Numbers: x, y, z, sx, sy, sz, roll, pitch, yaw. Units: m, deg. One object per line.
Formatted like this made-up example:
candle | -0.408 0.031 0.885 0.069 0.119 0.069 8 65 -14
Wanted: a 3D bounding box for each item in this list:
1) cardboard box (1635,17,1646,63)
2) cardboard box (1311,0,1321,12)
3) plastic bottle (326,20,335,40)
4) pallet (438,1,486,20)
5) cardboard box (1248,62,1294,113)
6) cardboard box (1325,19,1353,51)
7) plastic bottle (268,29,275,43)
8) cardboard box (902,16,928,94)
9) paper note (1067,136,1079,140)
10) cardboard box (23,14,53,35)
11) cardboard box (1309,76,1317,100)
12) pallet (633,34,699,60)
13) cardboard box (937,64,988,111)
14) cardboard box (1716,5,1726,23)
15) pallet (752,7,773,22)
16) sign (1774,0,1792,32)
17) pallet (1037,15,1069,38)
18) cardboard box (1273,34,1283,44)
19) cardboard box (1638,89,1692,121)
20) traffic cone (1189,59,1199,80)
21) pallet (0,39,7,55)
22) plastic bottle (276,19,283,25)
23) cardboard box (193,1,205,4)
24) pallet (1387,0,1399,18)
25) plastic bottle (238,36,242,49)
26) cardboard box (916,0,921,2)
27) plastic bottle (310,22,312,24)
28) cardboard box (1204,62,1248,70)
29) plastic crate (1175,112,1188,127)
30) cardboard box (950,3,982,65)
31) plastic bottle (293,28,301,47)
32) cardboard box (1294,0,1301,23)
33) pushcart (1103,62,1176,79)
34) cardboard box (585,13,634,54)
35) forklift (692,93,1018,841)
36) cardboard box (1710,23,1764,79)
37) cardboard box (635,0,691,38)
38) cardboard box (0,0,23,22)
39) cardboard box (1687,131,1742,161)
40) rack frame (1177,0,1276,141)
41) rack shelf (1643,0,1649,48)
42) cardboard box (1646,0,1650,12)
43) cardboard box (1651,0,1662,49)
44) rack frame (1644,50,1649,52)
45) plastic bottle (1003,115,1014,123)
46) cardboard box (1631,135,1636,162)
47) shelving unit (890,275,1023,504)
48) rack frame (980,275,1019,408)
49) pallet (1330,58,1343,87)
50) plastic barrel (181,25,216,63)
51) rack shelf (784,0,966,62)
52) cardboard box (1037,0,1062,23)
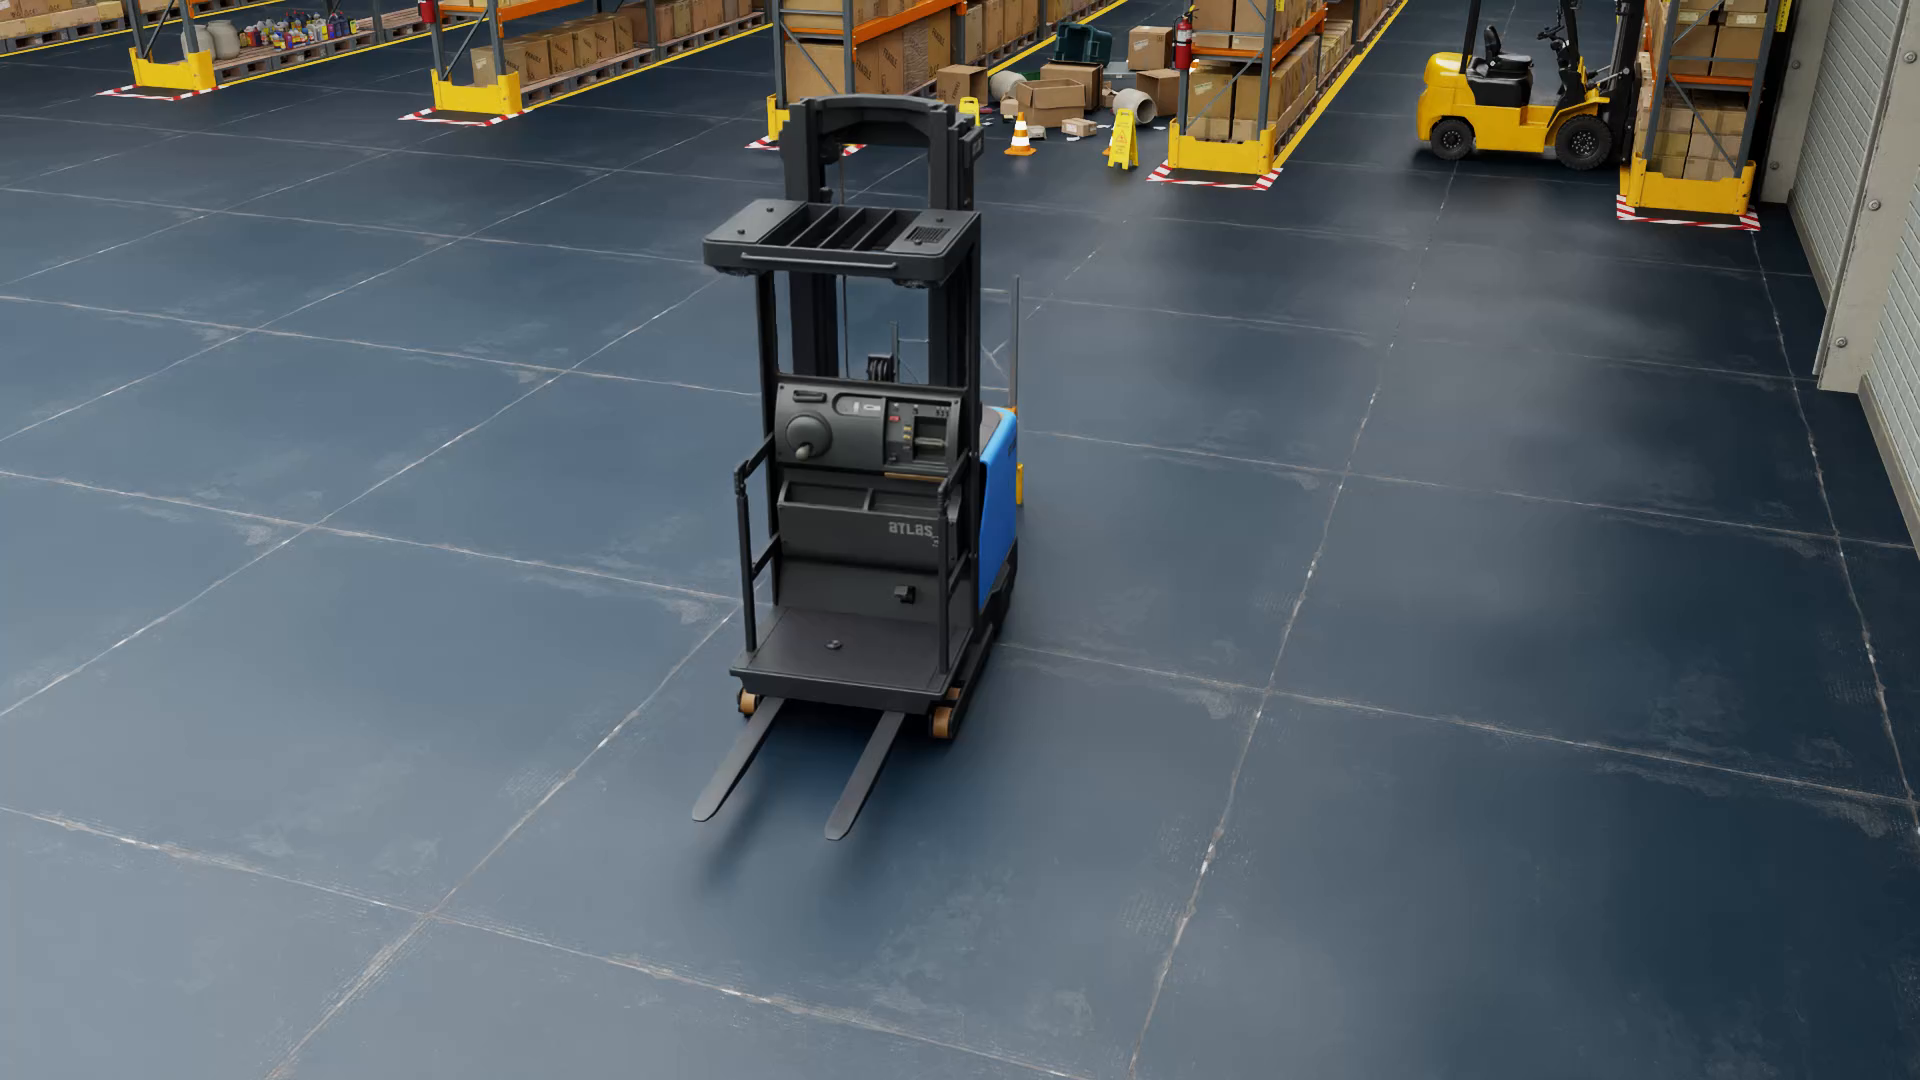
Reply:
cardboard box | 10.076 -7.018 23.546 0.875 0.625 0.625 10 27 19
cardboard box | 4.387 -6.834 21.211 0.380 0.149 0.250 9 27 19
plastic bottle | -9.754 -7.899 25.735 0.061 0.283 0.133 11 28 21
pallet | -8.696 -9.458 29.542 1.003 0.211 1.213 9 27 17
cardboard box | 3.659 -5.389 19.750 0.500 0.500 0.500 8 27 16
cardboard box | 5.417 -7.646 25.134 0.950 0.372 0.625 7 27 14
plastic bottle | -10.530 -7.721 25.461 0.097 0.201 0.097 0 26 0
cardboard box | -0.990 -6.517 22.223 0.875 0.875 0.875 9 27 18
paper note | 1.390 -4.924 20.384 0.148 0.019 0.142 0 26 -1
cardboard box | -14.844 -8.214 26.446 0.500 0.250 0.500 9 27 17
cardboard box | 4.340 -5.896 21.659 0.500 0.250 0.500 10 28 20
pallet | -4.804 -7.729 25.971 1.003 0.211 1.213 9 27 17
cardboard box | 0.033 -5.992 22.050 0.500 0.500 0.500 14 29 26
cardboard box | 8.014 -5.414 17.131 0.380 0.149 0.250 9 27 17
pallet | -3.397 -9.366 29.351 1.003 0.211 1.213 9 27 17
sign | 8.156 -5.207 16.478 0.100 0.325 0.005 9 27 17
pallet | 1.174 -8.613 27.796 1.003 0.211 1.213 9 27 17
cardboard box | 3.496 -5.783 19.039 0.380 0.149 0.250 8 27 16
cardboard box | 7.658 -4.711 18.065 0.500 0.250 0.500 9 27 18
traffic cone | 3.376 -6.798 23.759 0.336 0.463 0.334 9 27 17
pallet | -15.518 -7.524 25.547 1.003 0.211 1.213 9 27 17
plastic bottle | -10.549 -7.947 25.833 0.061 0.283 0.133 10 28 20
cardboard box | -13.693 -9.606 29.322 0.500 0.250 0.500 8 27 16
pallet | 7.273 -9.560 29.754 1.003 0.211 1.213 9 27 17
plastic bottle | -10.866 -7.495 24.995 0.097 0.201 0.097 0 26 0
cardboard box | -0.982 -7.383 21.885 0.875 0.550 0.550 9 27 17
plastic bottle | -9.951 -7.844 25.621 0.061 0.283 0.133 9 27 17
cardboard box | 3.144 -5.454 19.885 0.500 0.500 0.500 10 28 19
plastic crate | 2.988 -5.386 21.283 0.402 0.080 0.583 0 26 -1
cardboard box | -0.296 -7.348 24.083 1.050 0.750 0.750 9 27 17
plastic bottle | -10.019 -7.590 25.111 0.097 0.271 0.097 0 26 0
cardboard box | 3.709 -6.339 19.445 0.500 0.500 0.500 8 27 16
pushcart | 2.117 -6.357 22.946 1.648 0.377 0.936 0 26 -1
cardboard box | -5.233 -7.569 24.828 0.500 0.500 0.500 8 27 16
forklift | -0.499 -0.514 7.948 1.130 2.935 3.031 6 26 12
cardboard box | 8.061 -5.073 17.171 0.500 0.500 0.500 10 27 19
cardboard box | -4.661 -8.179 26.065 0.700 0.500 0.500 9 27 17
cardboard box | -15.026 -8.348 25.863 0.500 0.500 0.500 9 27 17
cardboard box | 7.987 -4.204 17.591 0.500 0.250 0.500 9 27 18
rack frame | 2.952 -5.583 18.339 1.000 3.000 0.127 9 27 17
rack shelf | 9.631 -7.007 22.105 1.077 0.370 4.000 9 27 17
cardboard box | 9.049 -6.894 21.218 0.500 0.250 0.500 9 27 17
cardboard box | 8.059 -5.781 18.633 0.500 0.500 0.500 9 27 18
rack frame | 8.966 -6.509 20.250 1.000 3.000 0.127 9 27 17
plastic bottle | 0.617 -5.421 21.375 0.133 0.061 0.283 0 26 -1
cardboard box | 7.667 -4.258 18.276 0.500 0.250 0.500 9 27 17
shelving unit | -0.014 -0.747 10.071 0.587 1.500 1.083 7 27 13
rack frame | 0.114 -0.957 10.506 0.500 1.500 0.032 7 27 13
pallet | 4.945 -6.795 24.042 1.003 0.211 1.213 9 27 17
plastic barrel | -10.917 -7.089 23.823 0.421 0.512 0.421 0 26 0
rack shelf | -1.084 -6.757 21.590 1.077 0.370 4.000 9 27 17
cardboard box | 1.389 -8.865 27.503 0.500 0.500 0.500 8 27 15
